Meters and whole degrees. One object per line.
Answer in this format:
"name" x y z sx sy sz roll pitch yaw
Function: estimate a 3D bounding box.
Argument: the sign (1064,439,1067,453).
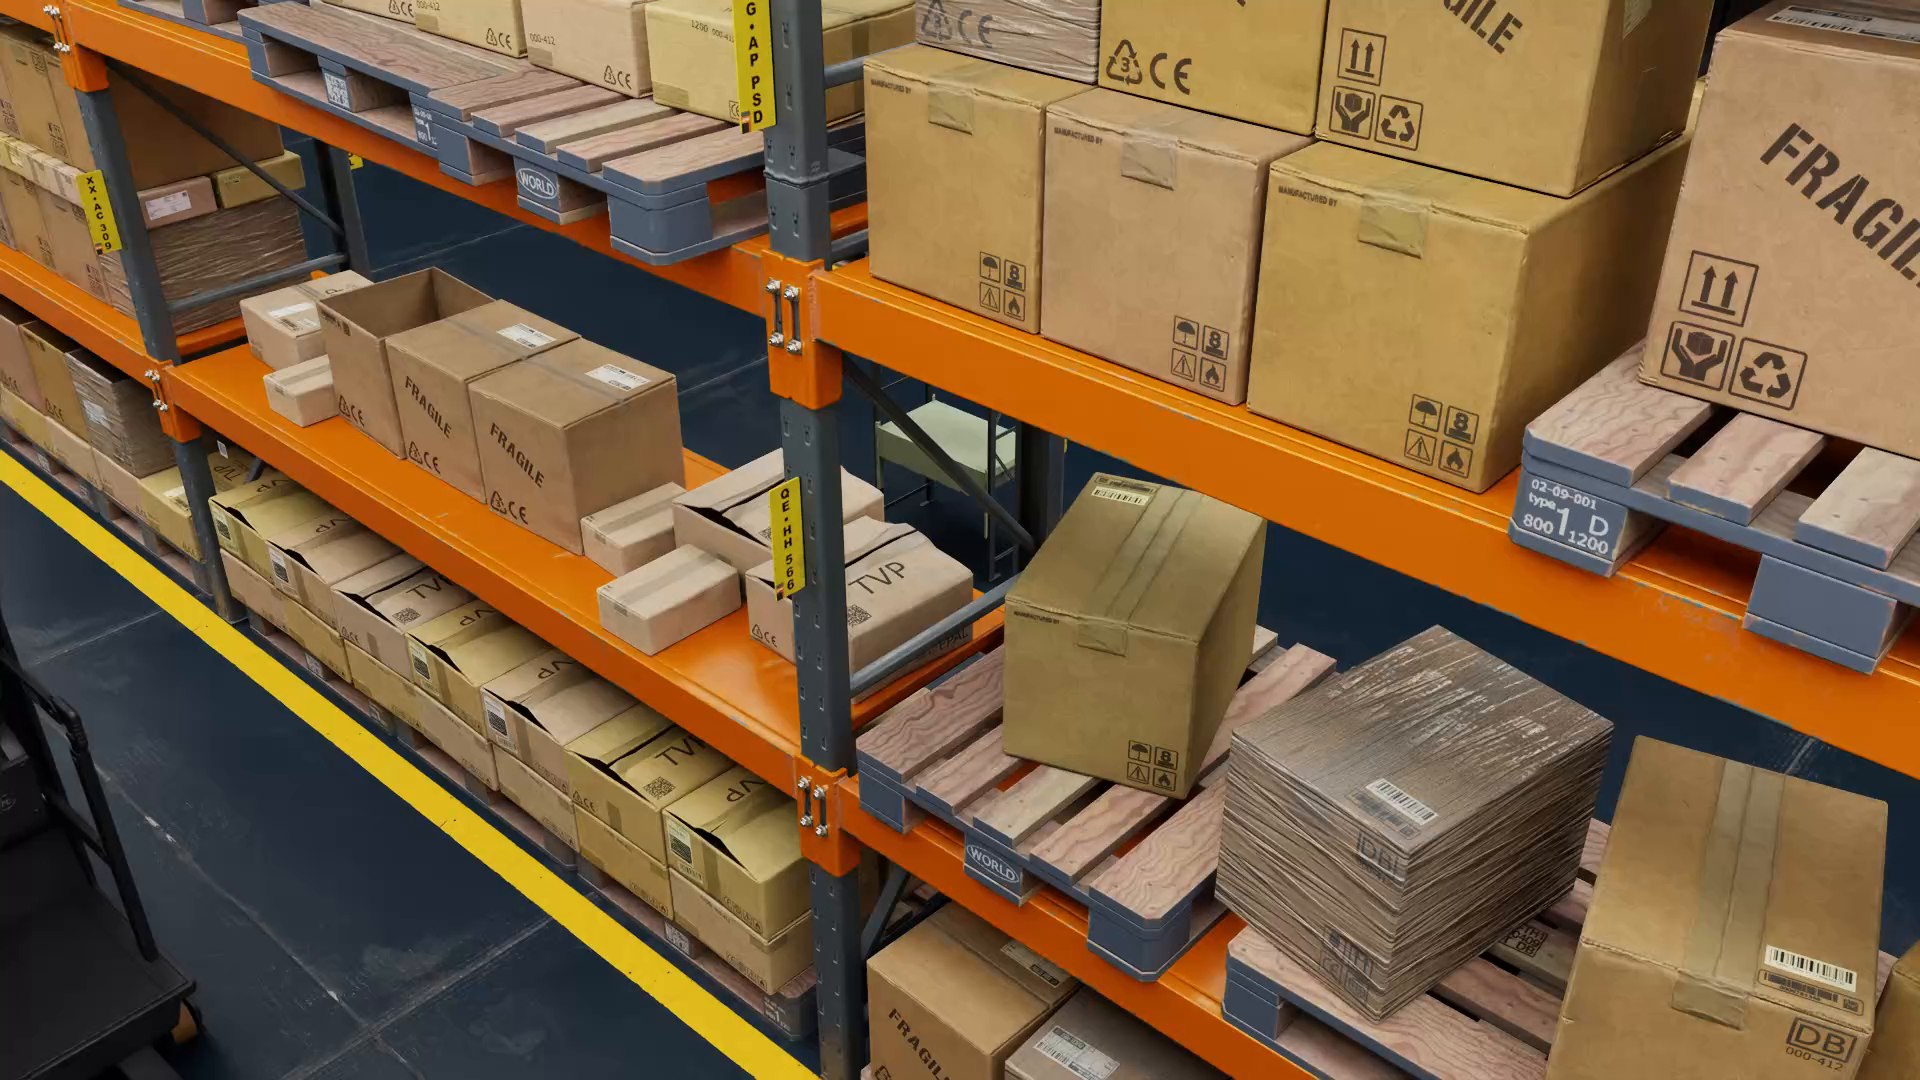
"sign" 0.289 -0.390 4.944 0.005 0.325 0.100 25 39 35

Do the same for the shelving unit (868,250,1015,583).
"shelving unit" -0.005 -0.645 7.867 0.755 1.500 0.431 25 39 35

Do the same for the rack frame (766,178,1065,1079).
"rack frame" -0.068 0.283 4.872 0.127 3.000 1.000 25 39 35

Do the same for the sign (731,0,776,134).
"sign" -0.446 -1.048 3.597 0.005 0.325 0.100 25 39 35

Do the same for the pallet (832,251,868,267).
"pallet" -0.234 -2.022 11.403 1.213 0.211 1.003 25 39 35

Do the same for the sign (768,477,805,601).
"sign" -0.438 0.000 4.219 0.005 0.325 0.100 25 39 35

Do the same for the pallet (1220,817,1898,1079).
"pallet" 1.377 1.036 3.807 1.213 0.211 1.003 25 39 35

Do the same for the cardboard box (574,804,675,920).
"cardboard box" -1.006 1.015 5.915 0.500 0.250 0.500 25 39 35

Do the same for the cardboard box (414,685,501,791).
"cardboard box" -1.760 0.663 6.500 0.500 0.250 0.500 26 40 36

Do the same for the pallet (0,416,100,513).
"pallet" -4.504 -0.621 9.076 1.213 0.211 1.003 25 39 35

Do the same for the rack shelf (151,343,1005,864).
"rack shelf" -1.551 -0.101 6.207 4.000 0.370 1.077 25 39 35

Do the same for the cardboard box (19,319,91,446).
"cardboard box" -4.260 -0.851 8.287 0.500 0.500 0.500 25 39 35

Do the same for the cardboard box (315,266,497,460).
"cardboard box" -2.085 -0.690 6.391 0.500 0.500 0.500 -26 40 -36

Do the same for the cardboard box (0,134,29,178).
"cardboard box" -4.132 -1.787 7.585 0.250 0.149 0.380 25 39 35

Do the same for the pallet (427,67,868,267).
"pallet" -0.631 -1.122 4.481 1.003 0.211 1.213 27 40 37

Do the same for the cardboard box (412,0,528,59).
"cardboard box" -1.259 -1.630 4.880 0.500 0.250 0.500 24 39 34

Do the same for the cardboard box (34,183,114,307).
"cardboard box" -3.762 -1.476 7.696 0.500 0.500 0.700 25 39 35

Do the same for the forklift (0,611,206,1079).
"forklift" -3.122 0.490 4.593 3.031 2.935 1.130 24 39 34

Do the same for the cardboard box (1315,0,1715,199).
"cardboard box" 1.008 -0.967 2.974 0.500 0.500 0.500 25 39 35

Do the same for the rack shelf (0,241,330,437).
"rack shelf" -4.516 -1.486 8.507 4.000 0.370 1.077 25 39 35

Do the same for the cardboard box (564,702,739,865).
"cardboard box" -1.011 0.776 5.768 0.500 0.311 0.500 24 39 34

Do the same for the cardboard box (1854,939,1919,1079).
"cardboard box" 2.144 0.981 3.208 0.700 0.500 0.500 -22 38 -32

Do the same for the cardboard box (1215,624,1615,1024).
"cardboard box" 1.025 0.624 3.800 0.700 0.500 0.500 -21 37 -31

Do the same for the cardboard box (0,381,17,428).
"cardboard box" -5.007 -0.872 9.050 0.500 0.250 0.500 25 39 35

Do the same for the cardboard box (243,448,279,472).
"cardboard box" -3.174 -0.380 8.232 0.500 0.250 0.500 25 39 35

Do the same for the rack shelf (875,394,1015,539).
"rack shelf" -0.005 -0.366 8.035 0.720 0.370 0.431 25 39 35

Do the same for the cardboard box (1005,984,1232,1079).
"cardboard box" 0.470 1.611 4.663 0.500 0.500 0.500 23 38 33

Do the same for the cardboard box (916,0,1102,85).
"cardboard box" 0.251 -1.320 3.560 0.500 0.500 0.500 25 39 35

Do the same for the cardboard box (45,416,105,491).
"cardboard box" -4.269 -0.525 8.472 0.500 0.250 0.500 25 39 35

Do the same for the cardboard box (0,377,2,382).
"cardboard box" -5.000 -1.198 8.864 0.500 0.500 0.500 25 39 35

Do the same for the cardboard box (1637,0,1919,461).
"cardboard box" 1.583 -0.547 2.740 0.600 0.600 0.600 23 38 33

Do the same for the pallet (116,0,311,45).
"pallet" -2.371 -2.005 5.949 1.217 0.209 0.805 23 38 33

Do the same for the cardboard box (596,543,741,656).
"cardboard box" -0.920 0.185 5.278 0.250 0.149 0.380 25 39 35

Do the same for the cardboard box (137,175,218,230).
"cardboard box" -3.379 -1.435 6.999 0.250 0.149 0.380 25 39 35

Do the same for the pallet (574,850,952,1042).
"pallet" -0.652 1.177 6.089 1.213 0.211 1.003 25 39 35

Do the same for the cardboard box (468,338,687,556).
"cardboard box" -1.323 -0.335 5.801 0.500 0.500 0.500 23 38 33

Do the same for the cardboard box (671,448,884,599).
"cardboard box" -0.601 -0.063 5.532 0.500 0.311 0.500 25 39 35

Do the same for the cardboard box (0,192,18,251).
"cardboard box" -4.512 -1.828 8.281 0.500 0.500 0.700 26 40 36

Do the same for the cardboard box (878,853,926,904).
"cardboard box" -0.259 0.987 5.961 0.500 0.250 0.500 25 39 35

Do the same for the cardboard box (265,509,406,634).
"cardboard box" -2.527 0.070 6.941 0.500 0.311 0.500 25 39 35

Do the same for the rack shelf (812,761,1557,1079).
"rack shelf" 1.415 1.283 3.908 4.000 0.370 1.077 25 39 35

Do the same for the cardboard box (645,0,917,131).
"cardboard box" -0.442 -1.254 4.254 0.500 0.250 0.500 22 37 32

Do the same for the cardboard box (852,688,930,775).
"cardboard box" -0.259 0.747 5.816 0.500 0.311 0.500 27 40 37

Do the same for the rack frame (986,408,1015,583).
"rack frame" 0.266 -0.518 7.657 0.023 1.500 0.400 25 39 35

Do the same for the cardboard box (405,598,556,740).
"cardboard box" -1.754 0.426 6.349 0.500 0.311 0.500 26 40 36

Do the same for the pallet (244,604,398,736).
"pallet" -2.461 0.333 7.492 1.213 0.211 1.003 25 39 35

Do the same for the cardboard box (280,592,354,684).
"cardboard box" -2.523 0.308 7.089 0.500 0.250 0.500 26 40 36

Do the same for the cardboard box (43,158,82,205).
"cardboard box" -3.757 -1.611 7.291 0.250 0.149 0.380 24 38 34

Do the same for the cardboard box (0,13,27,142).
"cardboard box" -4.113 -2.199 7.640 0.500 0.500 0.700 25 39 35

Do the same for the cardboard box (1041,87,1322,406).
"cardboard box" 0.656 -0.731 3.550 0.500 0.500 0.910 25 39 35

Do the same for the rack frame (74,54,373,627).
"rack frame" -3.034 -1.102 7.172 0.127 3.000 1.000 25 39 35

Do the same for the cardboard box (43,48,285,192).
"cardboard box" -3.367 -1.851 7.062 0.500 0.500 0.700 25 39 35

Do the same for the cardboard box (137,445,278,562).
"cardboard box" -3.524 -0.181 7.900 0.500 0.250 0.500 25 39 35
